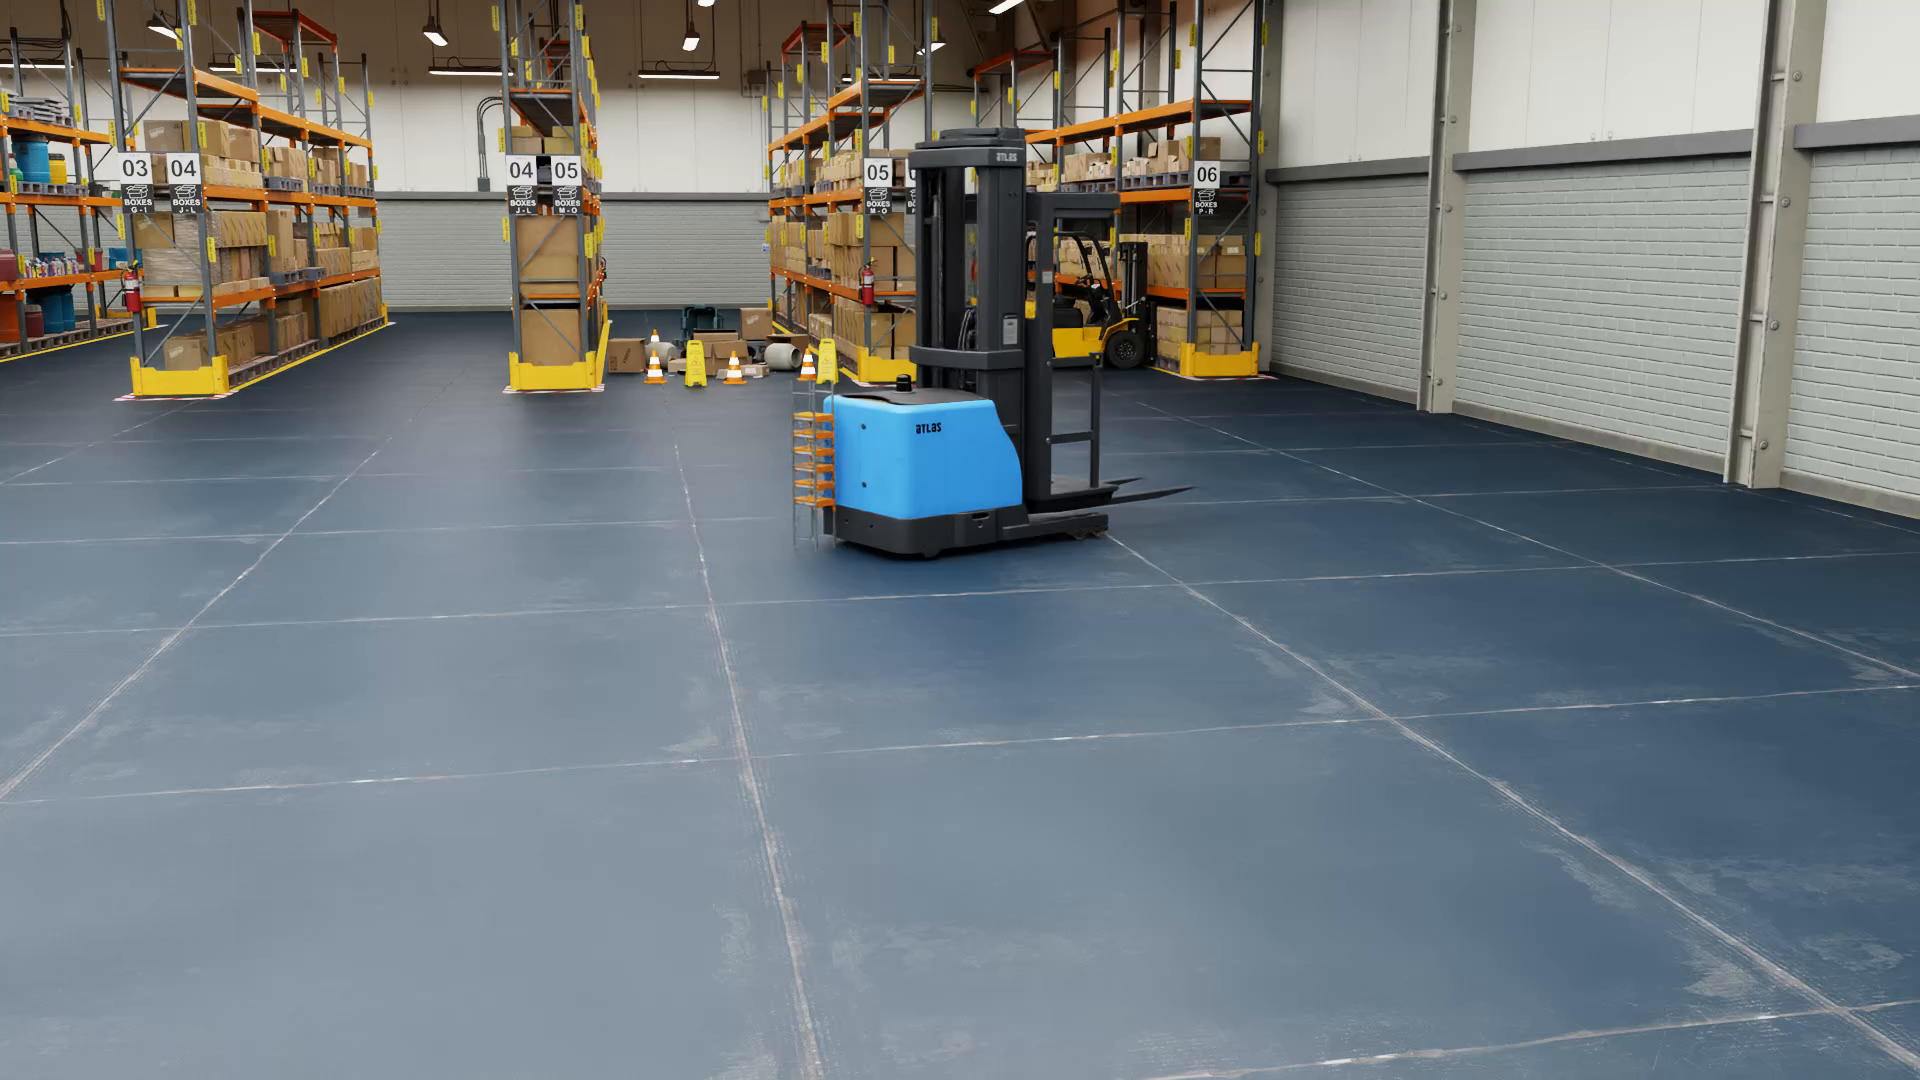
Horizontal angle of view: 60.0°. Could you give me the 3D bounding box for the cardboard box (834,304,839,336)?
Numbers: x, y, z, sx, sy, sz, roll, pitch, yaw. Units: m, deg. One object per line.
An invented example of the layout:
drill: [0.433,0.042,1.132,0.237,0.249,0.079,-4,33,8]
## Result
cardboard box: [-1.832,-3.666,27.660,0.500,0.500,0.500,-2,11,-8]

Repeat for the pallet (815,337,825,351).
pallet: [-2.075,-3.557,30.321,1.003,0.211,1.213,-2,11,-11]

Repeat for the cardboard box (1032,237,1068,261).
cardboard box: [1.910,-6.025,34.427,0.797,0.503,0.637,-2,11,-12]

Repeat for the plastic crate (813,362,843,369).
plastic crate: [-2.181,-2.808,26.736,0.402,0.080,0.583,-6,13,-31]

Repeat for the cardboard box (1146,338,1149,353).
cardboard box: [3.264,-3.216,27.301,0.500,0.250,0.500,-2,11,-9]

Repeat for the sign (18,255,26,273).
sign: [-16.501,-4.855,29.243,0.100,0.325,0.005,-2,11,-11]

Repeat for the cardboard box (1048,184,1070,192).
cardboard box: [2.071,-6.960,33.120,0.500,0.250,0.500,-2,11,-13]

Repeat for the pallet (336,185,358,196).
pallet: [-13.107,-7.247,34.466,1.003,0.211,1.213,-2,11,-11]

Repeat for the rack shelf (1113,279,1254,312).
rack shelf: [3.575,-4.021,27.224,1.077,0.370,4.000,-2,11,-11]

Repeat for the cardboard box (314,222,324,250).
cardboard box: [-12.431,-5.729,31.326,0.797,0.503,0.637,-2,11,-10]

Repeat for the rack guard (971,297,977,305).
rack guard: [0.867,-5.700,40.808,1.175,0.500,0.348,-2,11,-11]

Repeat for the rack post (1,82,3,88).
rack post: [-17.286,-8.093,29.270,0.624,0.289,0.986,-2,11,-11]

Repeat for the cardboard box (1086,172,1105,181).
cardboard box: [2.525,-6.679,30.523,0.380,0.149,0.250,-2,11,-12]

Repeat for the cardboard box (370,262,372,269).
cardboard box: [-13.144,-6.037,36.561,0.380,0.149,0.250,-2,11,-12]

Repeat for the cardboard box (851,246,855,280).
cardboard box: [-1.372,-4.203,25.194,0.500,0.500,0.500,-2,11,-11]

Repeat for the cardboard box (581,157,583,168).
cardboard box: [-5.542,-5.355,23.566,0.380,0.149,0.250,-2,11,-10]

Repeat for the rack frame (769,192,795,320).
rack frame: [-4.016,-6.761,39.695,1.000,3.000,0.127,-2,11,-11]

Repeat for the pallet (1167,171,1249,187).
pallet: [3.852,-5.568,25.644,1.003,0.211,1.213,-2,11,-11]

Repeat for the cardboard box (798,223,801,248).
cardboard box: [-2.925,-6.013,32.825,0.500,0.500,0.500,-2,11,-10]

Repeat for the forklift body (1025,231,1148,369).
forklift body: [1.806,-3.872,26.788,2.313,2.155,1.214,-2,11,-11]

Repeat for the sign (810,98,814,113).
sign: [-3.481,-10.223,39.130,0.100,0.325,0.005,-2,11,-11]

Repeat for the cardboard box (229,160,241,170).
cardboard box: [-10.794,-5.505,24.408,0.380,0.149,0.250,-2,11,-8]

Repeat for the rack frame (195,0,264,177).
rack frame: [-11.402,-7.147,25.678,1.000,3.000,0.127,-2,11,-11]

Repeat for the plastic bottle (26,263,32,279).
plastic bottle: [-16.896,-4.868,30.083,0.152,0.276,0.135,-2,11,-11]

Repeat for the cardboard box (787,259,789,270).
cardboard box: [-3.411,-5.863,35.381,0.500,0.250,0.500,-2,11,-12]

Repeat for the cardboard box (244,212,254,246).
cardboard box: [-10.850,-4.630,24.764,0.500,0.500,0.500,-2,11,-11]

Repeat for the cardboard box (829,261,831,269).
cardboard box: [-2.053,-4.727,28.559,0.380,0.149,0.250,-2,11,-10]

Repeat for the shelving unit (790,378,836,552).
shelving unit: [-1.040,-0.533,11.786,0.258,1.200,0.189,9,14,39]

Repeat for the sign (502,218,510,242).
sign: [-6.275,-4.296,23.014,0.100,0.325,0.005,-2,11,-11]

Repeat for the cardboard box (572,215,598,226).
cardboard box: [-7.922,-6.607,35.149,0.500,0.500,0.500,-2,11,-10]

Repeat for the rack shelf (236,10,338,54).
rack shelf: [-12.569,-9.526,31.216,1.077,0.370,4.000,-2,11,-11]

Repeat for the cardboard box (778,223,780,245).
cardboard box: [-3.799,-6.830,37.119,0.500,0.500,0.500,-2,11,-10]

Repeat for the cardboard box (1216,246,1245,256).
cardboard box: [4.153,-4.447,25.536,0.380,0.149,0.250,-2,11,-12]

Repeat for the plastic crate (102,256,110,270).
plastic crate: [-17.933,-5.745,34.513,0.437,0.282,0.530,-2,11,-11]

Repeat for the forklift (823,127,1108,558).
forklift: [0.480,-1.518,12.333,3.031,2.935,1.130,-8,14,-38]

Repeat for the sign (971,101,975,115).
sign: [0.320,-10.367,39.888,0.100,0.325,0.005,-2,11,-11]

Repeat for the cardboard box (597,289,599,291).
cardboard box: [-7.594,-4.953,33.755,0.500,0.250,0.500,-2,11,-8]

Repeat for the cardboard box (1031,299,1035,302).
cardboard box: [1.805,-4.806,34.984,0.500,0.500,0.500,-3,11,-13]

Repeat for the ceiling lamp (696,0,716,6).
ceiling lamp: [-3.798,-10.271,26.479,0.800,3.185,2.000,-2,11,-11]

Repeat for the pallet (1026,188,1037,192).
pallet: [1.893,-7.277,34.889,1.213,0.211,1.003,-2,11,-11]

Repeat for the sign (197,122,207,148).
sign: [-10.092,-5.389,22.126,0.100,0.325,0.005,-2,11,-11]

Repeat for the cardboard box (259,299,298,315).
cardboard box: [-11.908,-4.071,29.067,0.500,0.250,0.500,-1,11,-5]

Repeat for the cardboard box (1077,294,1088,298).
cardboard box: [2.587,-4.929,33.895,0.380,0.149,0.250,-2,11,-9]

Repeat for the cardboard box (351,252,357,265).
cardboard box: [-12.793,-5.835,34.437,0.500,0.250,0.500,-2,11,-12]

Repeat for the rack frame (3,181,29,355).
rack frame: [-17.039,-4.753,29.147,1.000,3.000,0.127,-2,11,-11]

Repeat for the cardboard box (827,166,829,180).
cardboard box: [-2.031,-6.361,28.850,0.500,0.250,0.500,-2,11,-10]

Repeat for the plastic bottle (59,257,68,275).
plastic bottle: [-17.281,-5.272,32.005,0.144,0.351,0.185,-2,11,-11]
